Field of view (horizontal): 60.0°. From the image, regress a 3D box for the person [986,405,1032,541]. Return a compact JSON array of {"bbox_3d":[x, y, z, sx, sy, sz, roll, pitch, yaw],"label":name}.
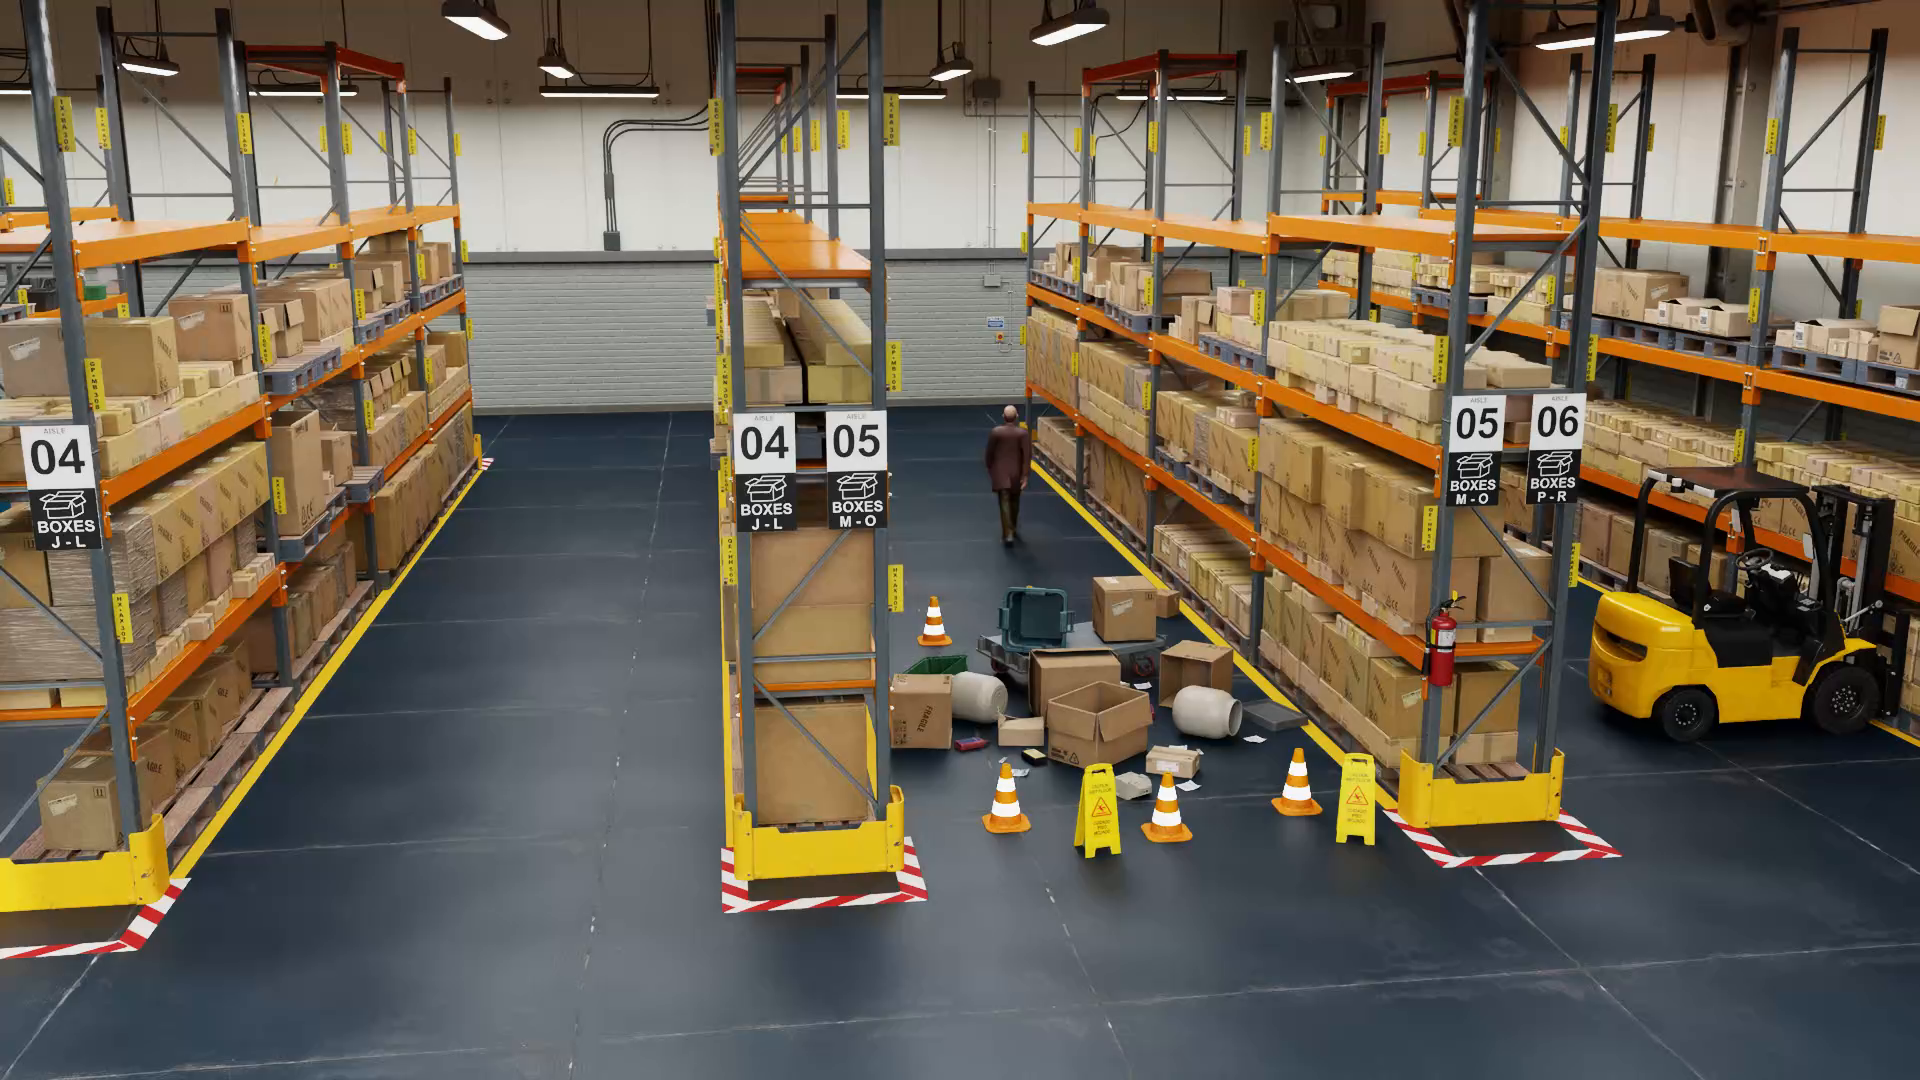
[{"bbox_3d":[0.609,-0.888,21.356,0.563,1.719,1.124,-2,13,-7],"label":"person"}]
